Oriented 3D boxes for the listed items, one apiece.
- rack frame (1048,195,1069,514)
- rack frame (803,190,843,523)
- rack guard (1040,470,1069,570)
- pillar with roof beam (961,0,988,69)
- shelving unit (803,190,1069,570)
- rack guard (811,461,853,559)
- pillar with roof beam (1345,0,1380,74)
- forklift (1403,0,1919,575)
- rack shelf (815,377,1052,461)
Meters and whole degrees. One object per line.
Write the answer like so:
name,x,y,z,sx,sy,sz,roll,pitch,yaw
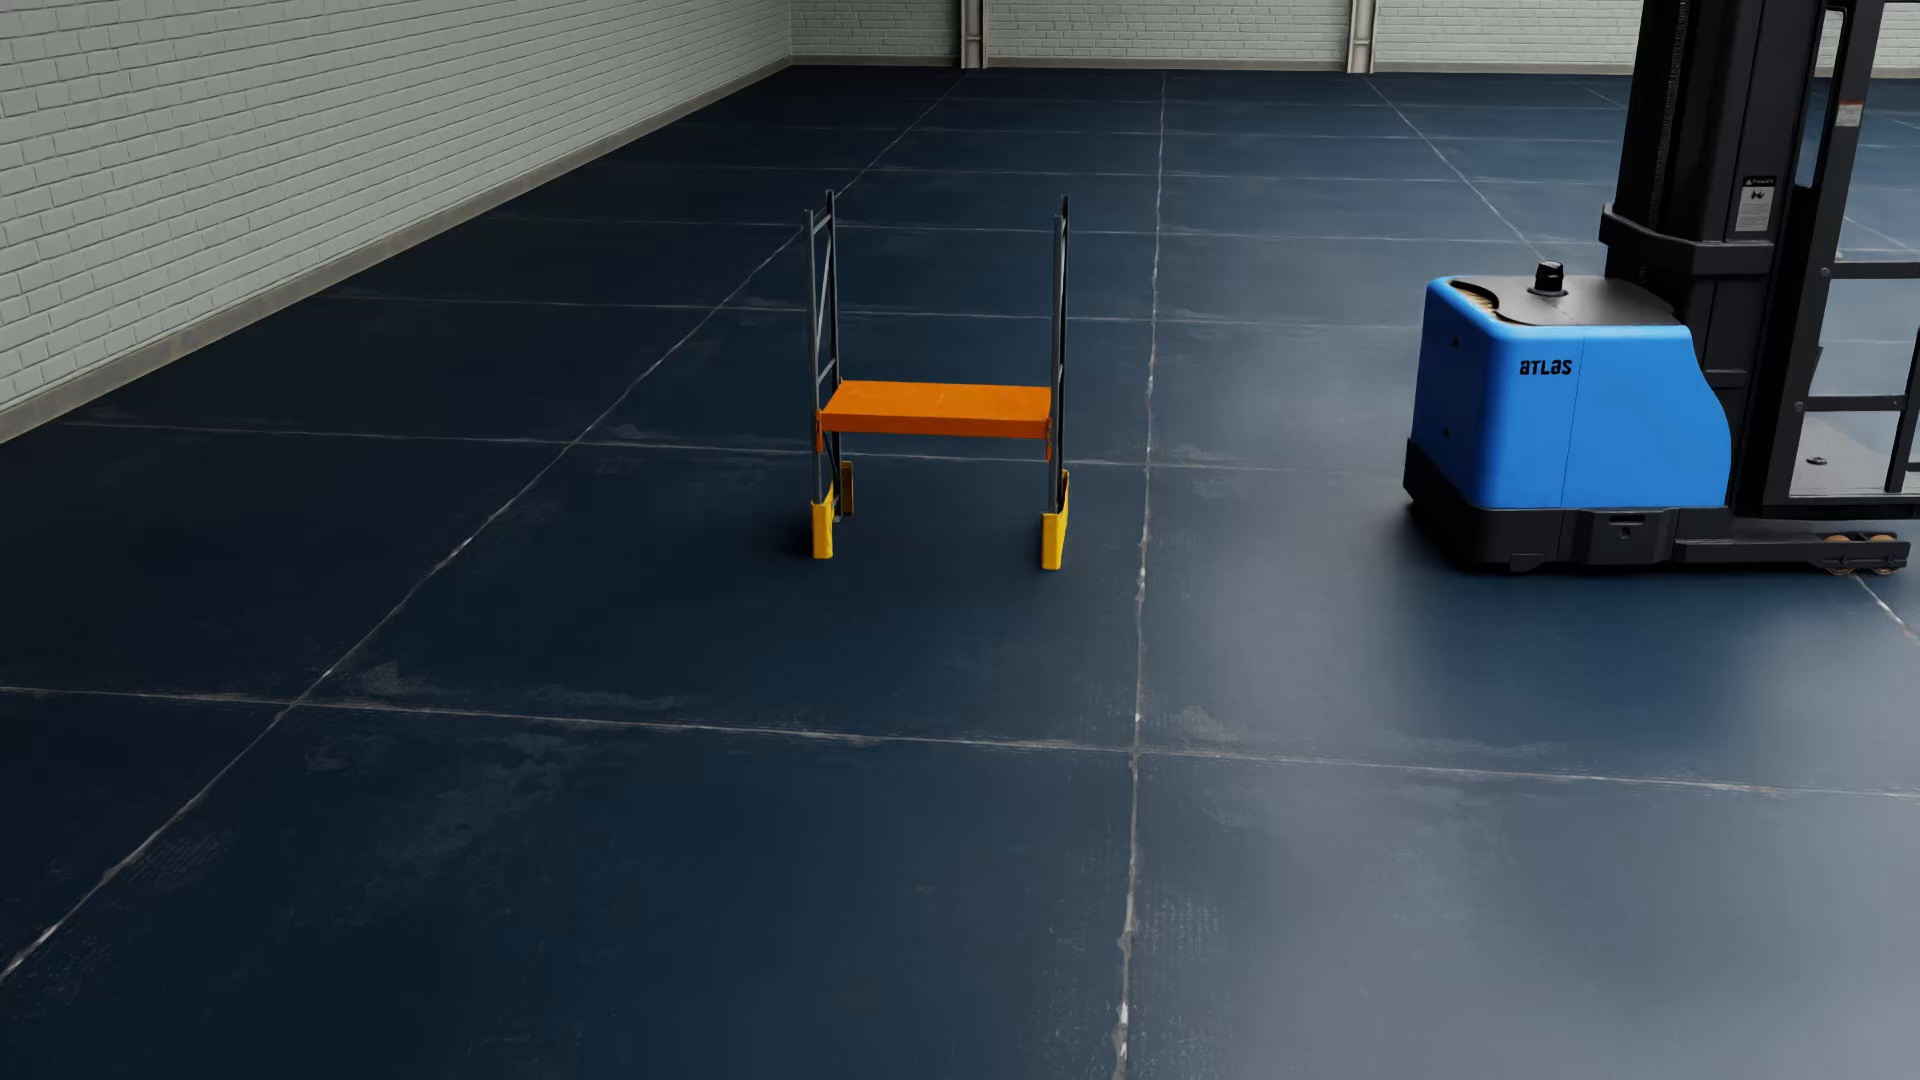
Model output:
rack frame,0.420,-0.679,7.118,0.032,1.500,0.500,2,22,6
rack frame,-0.590,-0.723,7.229,0.032,1.500,0.500,2,22,6
rack guard,0.419,-0.098,7.348,0.087,0.250,0.587,2,22,6
pillar with roof beam,-0.278,-10.126,20.813,0.400,9.000,9.100,2,22,6
shelving unit,-0.076,-0.701,7.172,1.083,1.500,0.587,2,22,6
rack guard,-0.570,-0.141,7.457,0.087,0.250,0.587,2,22,6
pillar with roof beam,5.680,-9.866,20.156,0.400,9.000,9.100,2,22,6
forklift,3.628,-1.409,7.016,3.031,2.935,1.130,-1,22,-2
rack shelf,-0.085,-0.534,7.240,1.000,0.185,0.538,2,22,6
